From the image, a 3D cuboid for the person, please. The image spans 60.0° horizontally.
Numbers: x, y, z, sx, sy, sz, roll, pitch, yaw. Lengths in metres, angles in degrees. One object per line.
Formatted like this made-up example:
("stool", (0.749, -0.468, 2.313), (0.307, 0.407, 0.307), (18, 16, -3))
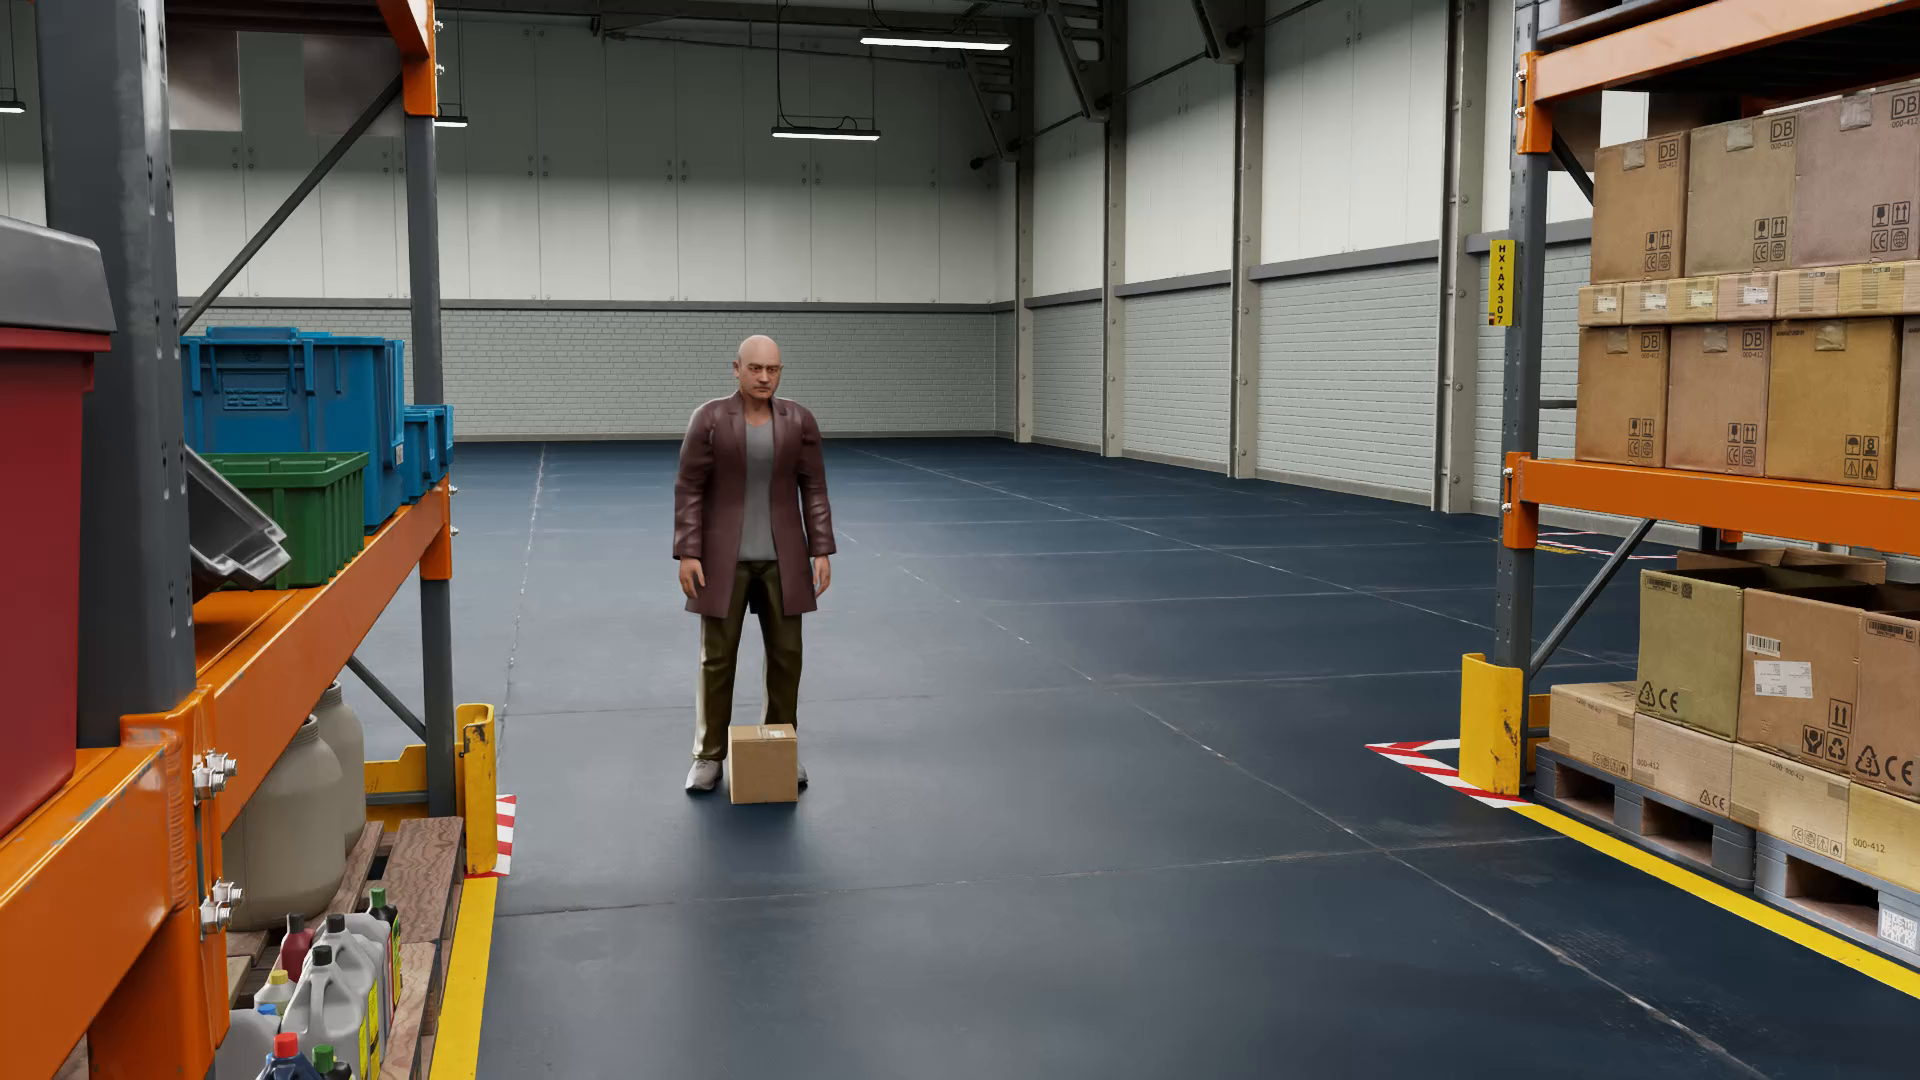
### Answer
("person", (-0.814, 0.081, 6.605), (0.655, 1.775, 0.419), (-2, 6, -16))
